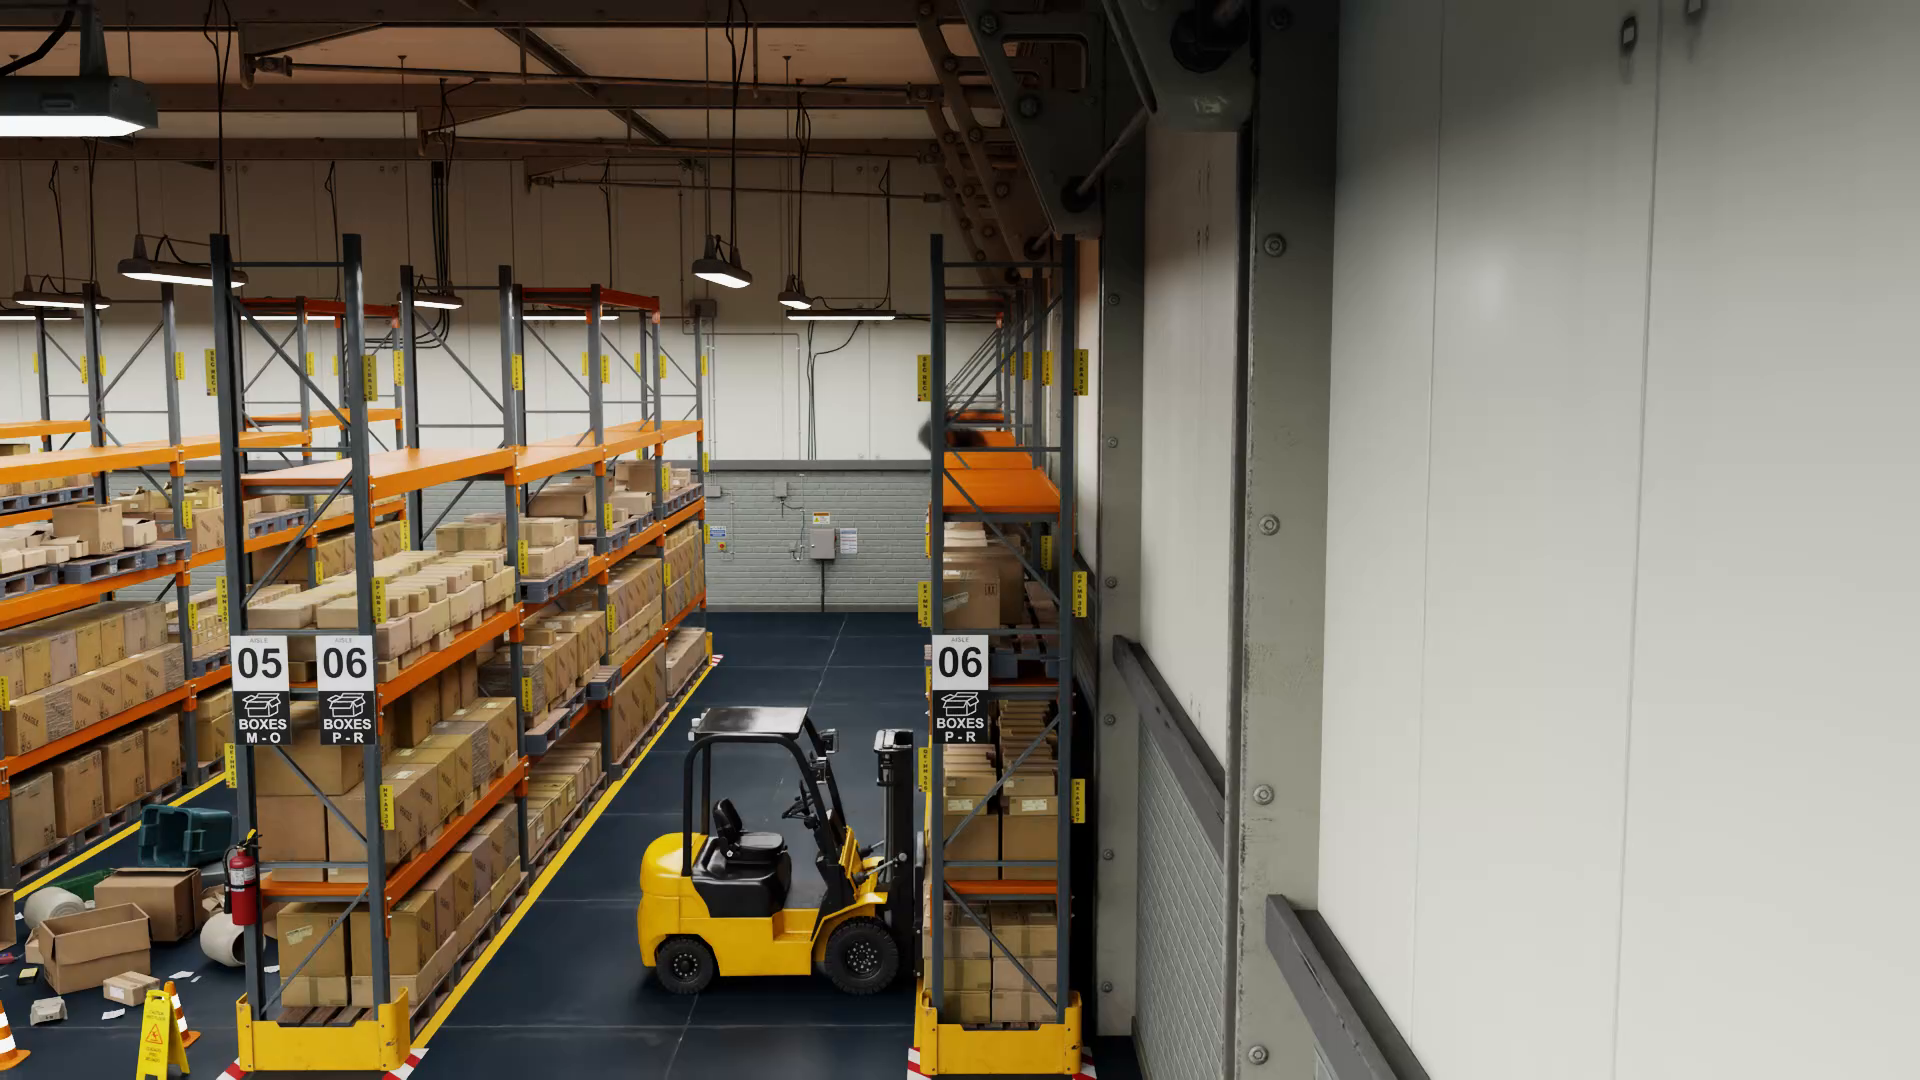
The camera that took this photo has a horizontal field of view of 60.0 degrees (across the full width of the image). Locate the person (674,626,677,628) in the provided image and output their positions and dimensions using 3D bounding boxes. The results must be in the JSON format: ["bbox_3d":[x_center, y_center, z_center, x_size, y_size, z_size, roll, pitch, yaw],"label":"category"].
[{"bbox_3d":[-5.236,1.085,29.205,0.635,1.711,0.747,1,6,8],"label":"person"}]
